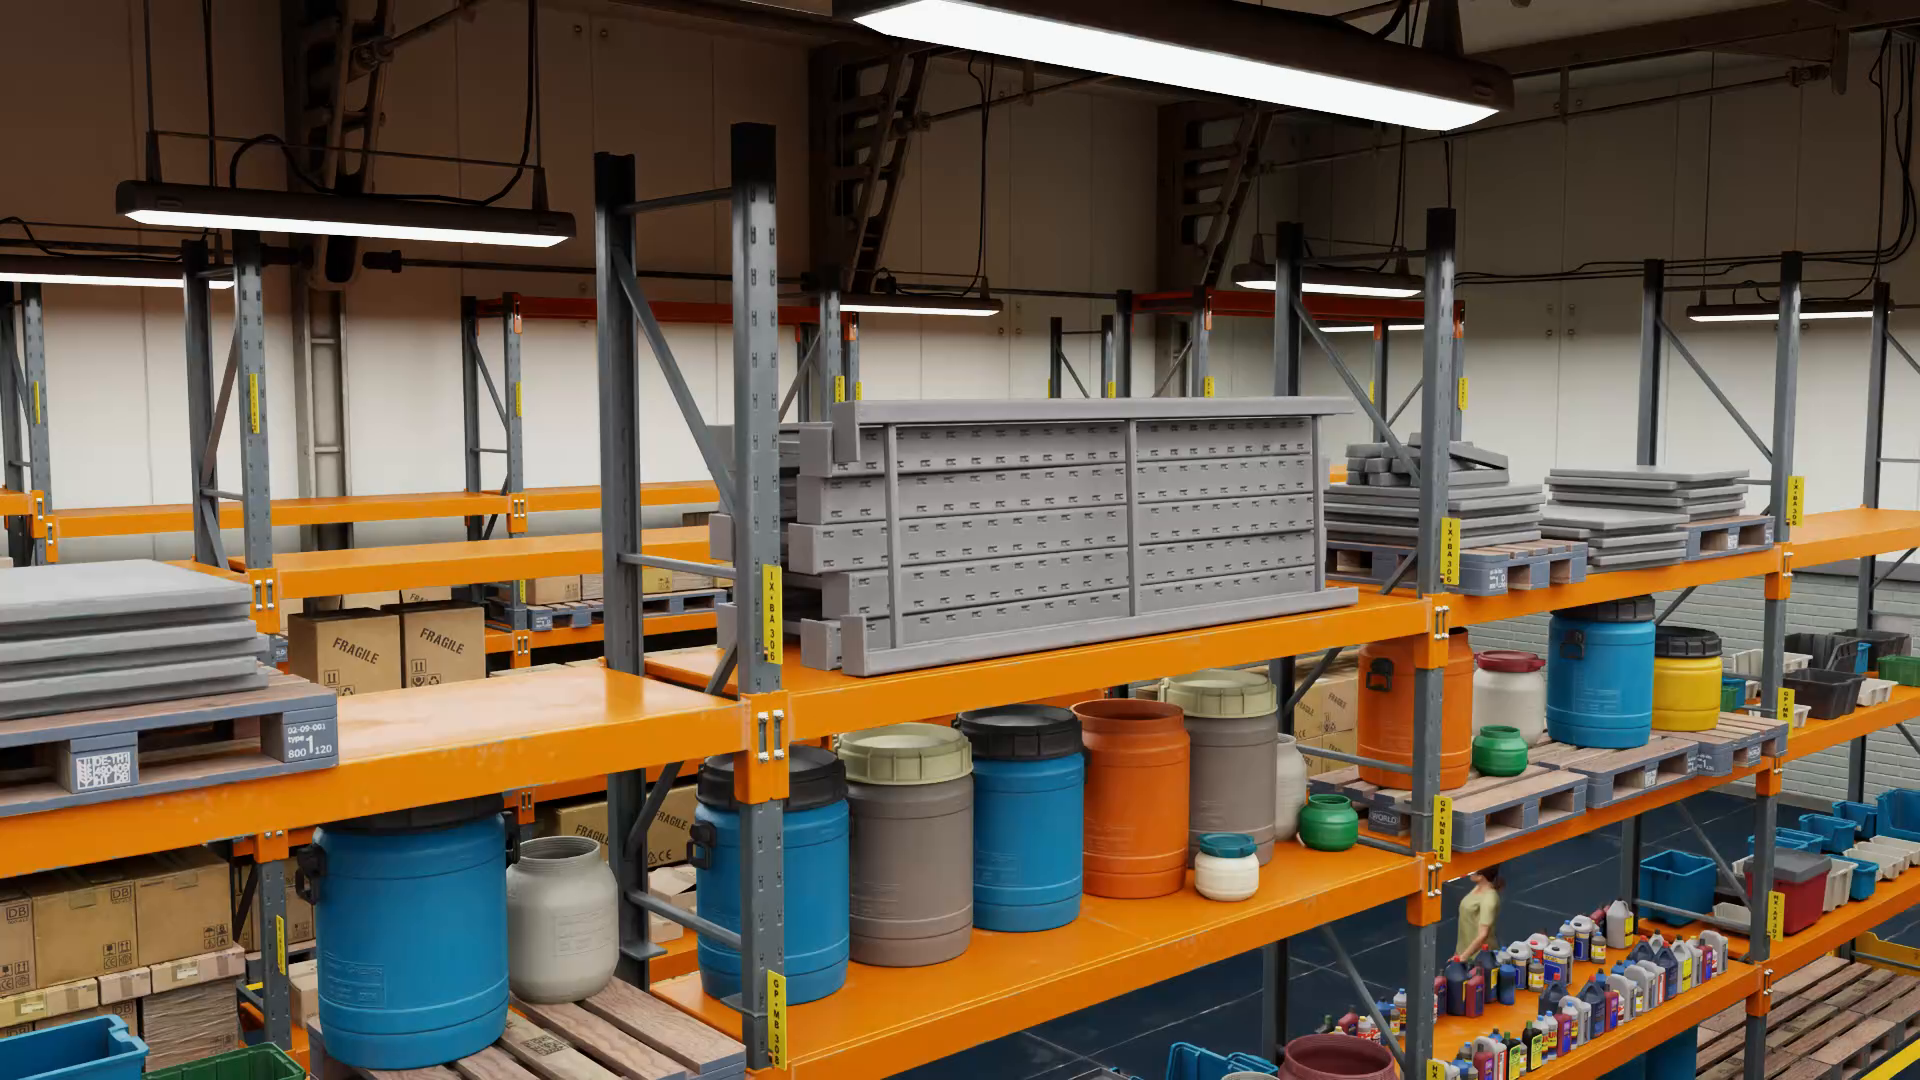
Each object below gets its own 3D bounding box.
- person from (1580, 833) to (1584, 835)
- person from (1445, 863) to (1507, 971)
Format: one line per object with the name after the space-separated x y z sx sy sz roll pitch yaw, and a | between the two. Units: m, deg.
7.089 2.489 19.211 0.645 1.734 1.028 3 6 25 | person
3.866 3.170 12.511 0.587 1.664 0.462 -2 6 -18 | person
